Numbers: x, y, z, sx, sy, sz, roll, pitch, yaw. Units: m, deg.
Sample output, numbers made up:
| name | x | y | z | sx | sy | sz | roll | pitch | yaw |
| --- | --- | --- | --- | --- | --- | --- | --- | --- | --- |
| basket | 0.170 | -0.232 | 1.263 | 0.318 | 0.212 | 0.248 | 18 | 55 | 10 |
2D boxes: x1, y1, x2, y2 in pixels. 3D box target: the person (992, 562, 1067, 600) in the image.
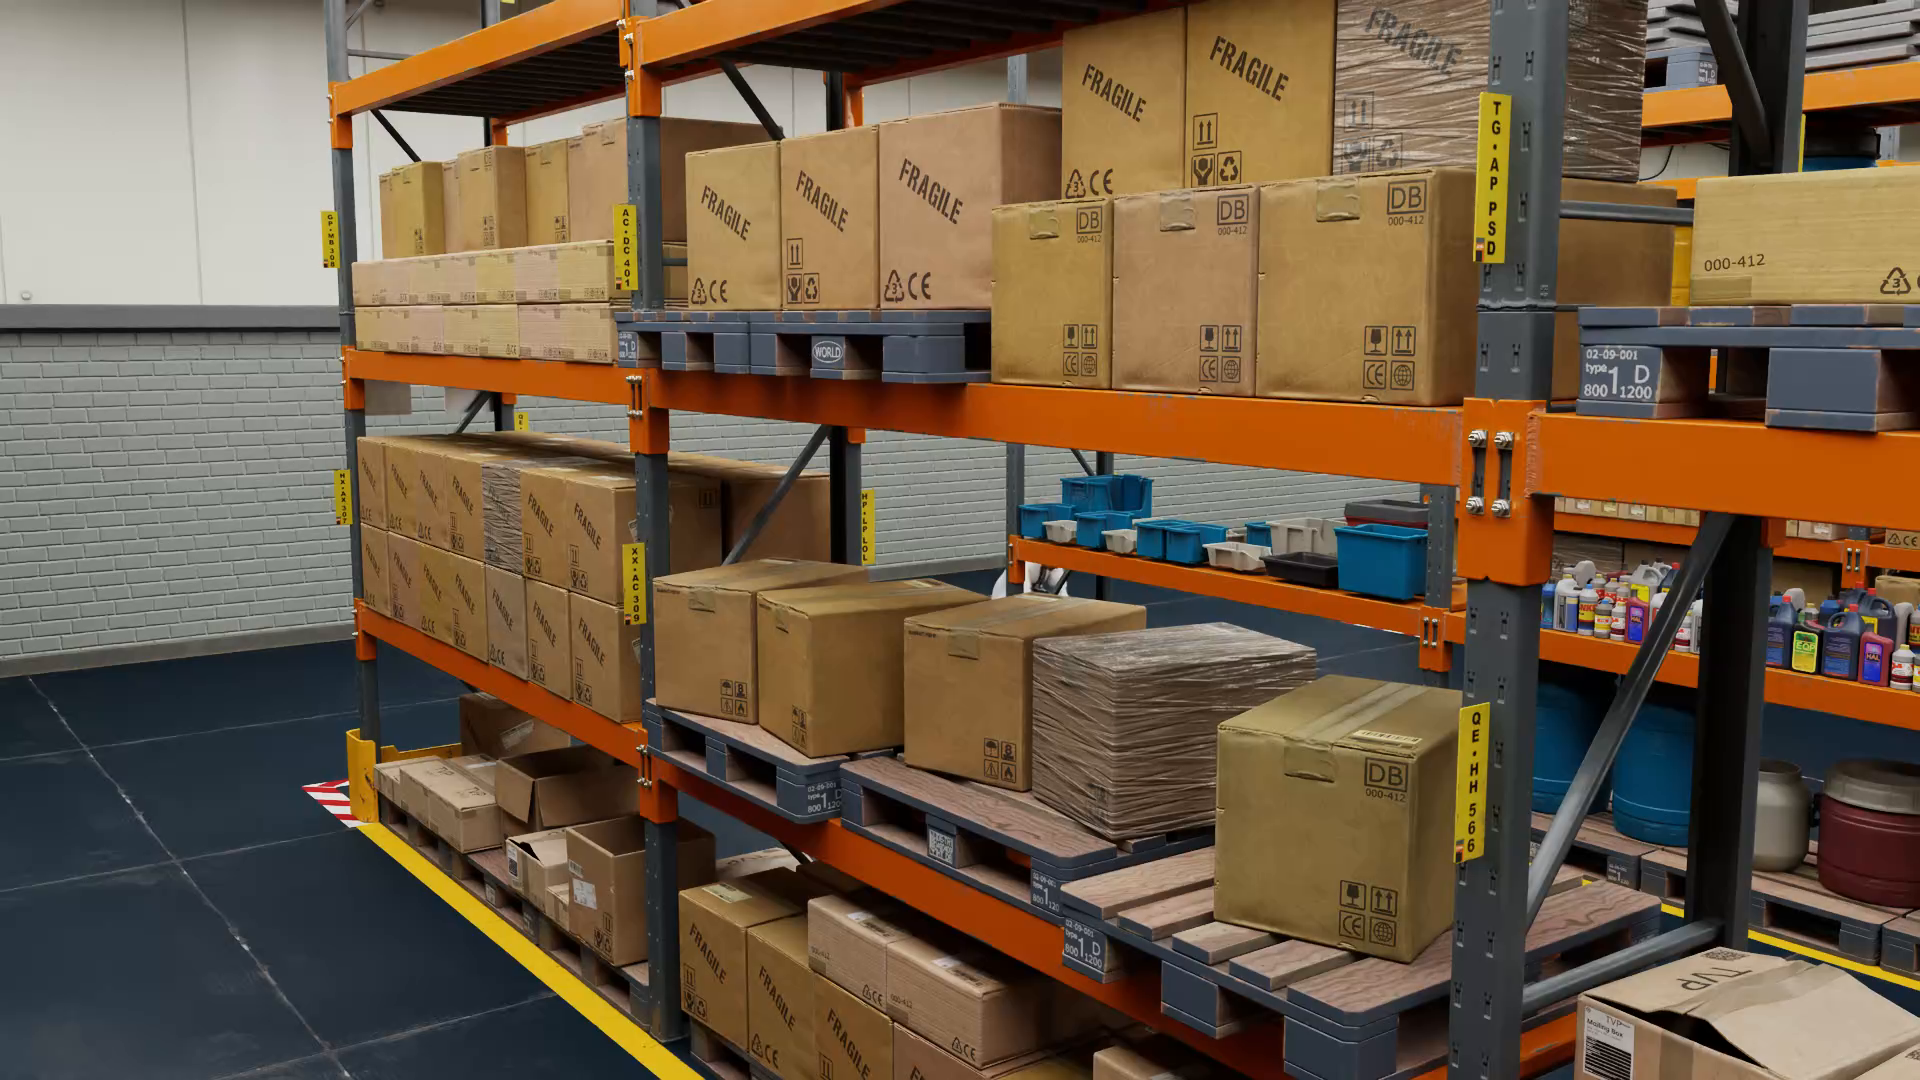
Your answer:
| name | x | y | z | sx | sy | sz | roll | pitch | yaw |
| --- | --- | --- | --- | --- | --- | --- | --- | --- | --- |
| person | 0.662 | 0.495 | 15.122 | 0.595 | 0.998 | 0.896 | -6 | 9 | -36 |
